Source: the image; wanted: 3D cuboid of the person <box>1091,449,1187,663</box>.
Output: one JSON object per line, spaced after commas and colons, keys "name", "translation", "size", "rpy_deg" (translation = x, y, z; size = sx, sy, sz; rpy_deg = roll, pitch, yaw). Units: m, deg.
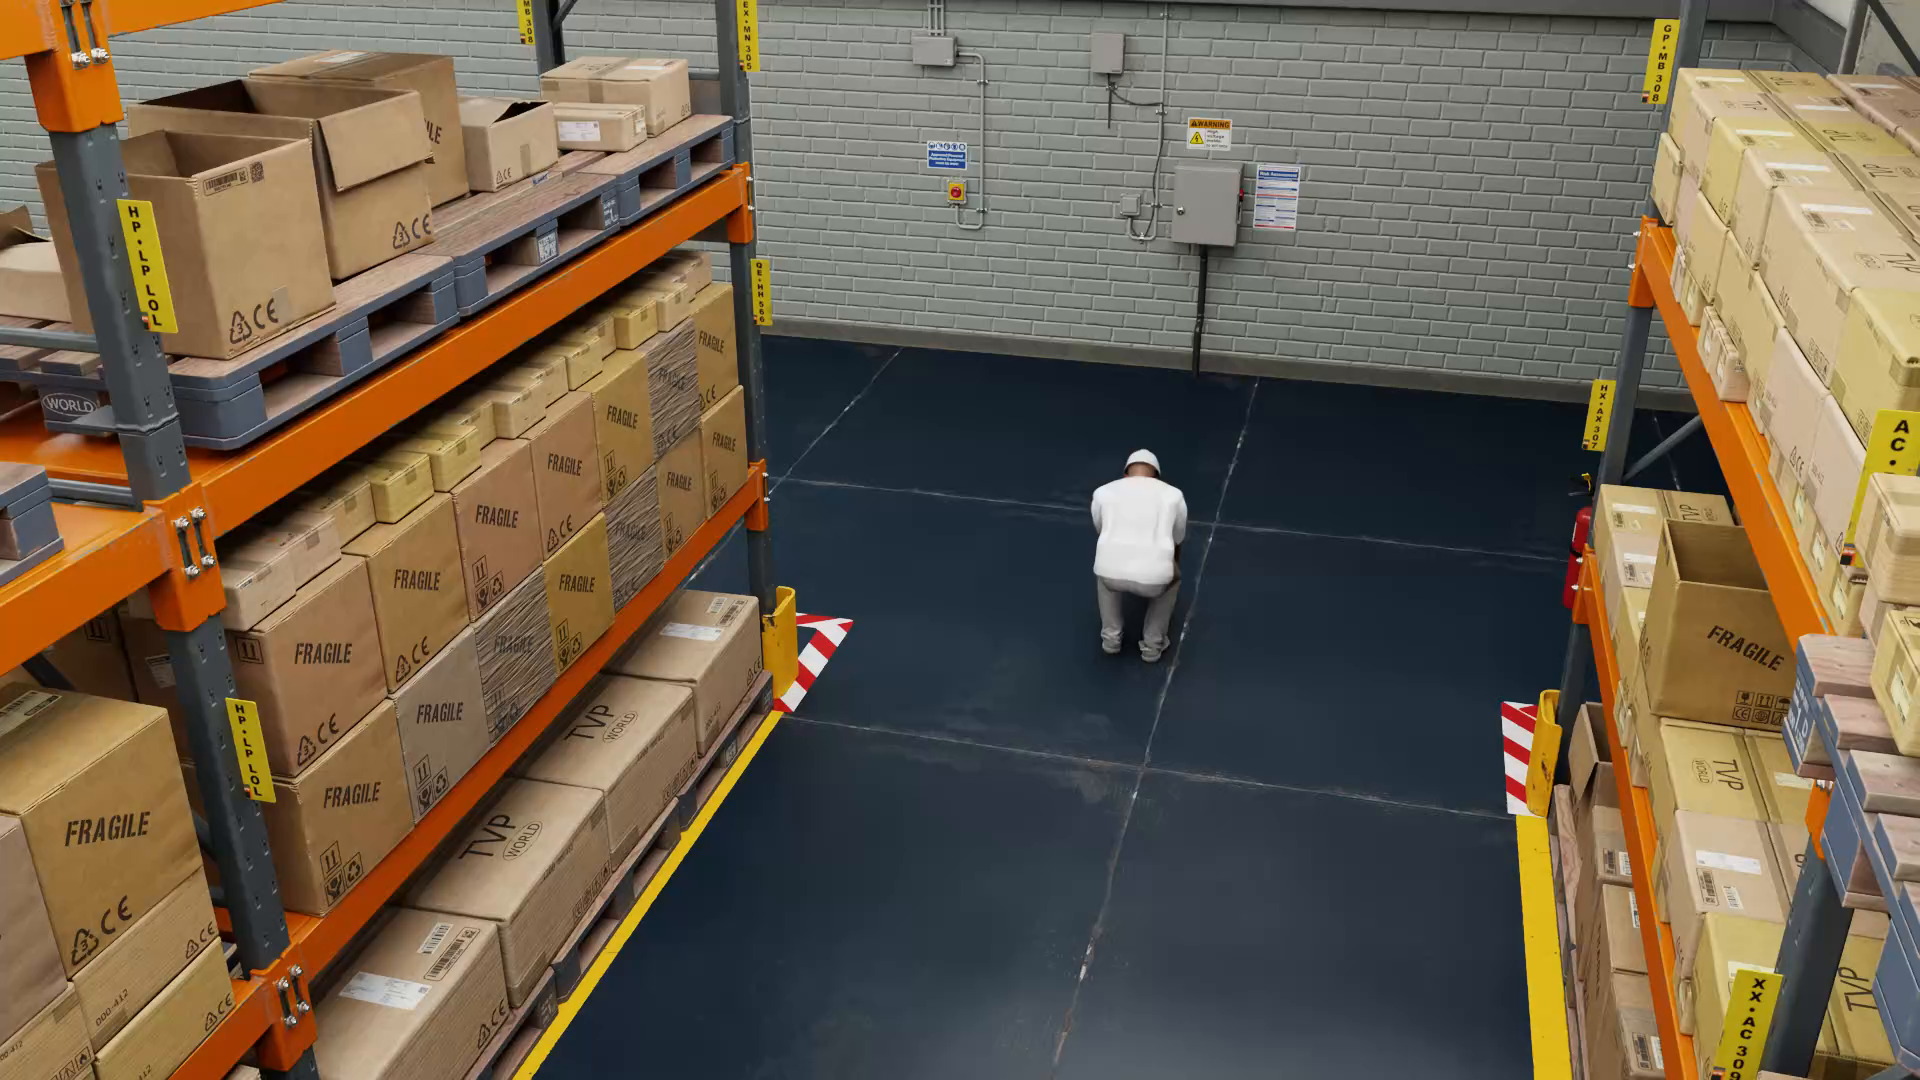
{"name": "person", "translation": [0.973, 0.096, 9.275], "size": [0.532, 1.008, 0.919], "rpy_deg": [6, 26, 12]}
